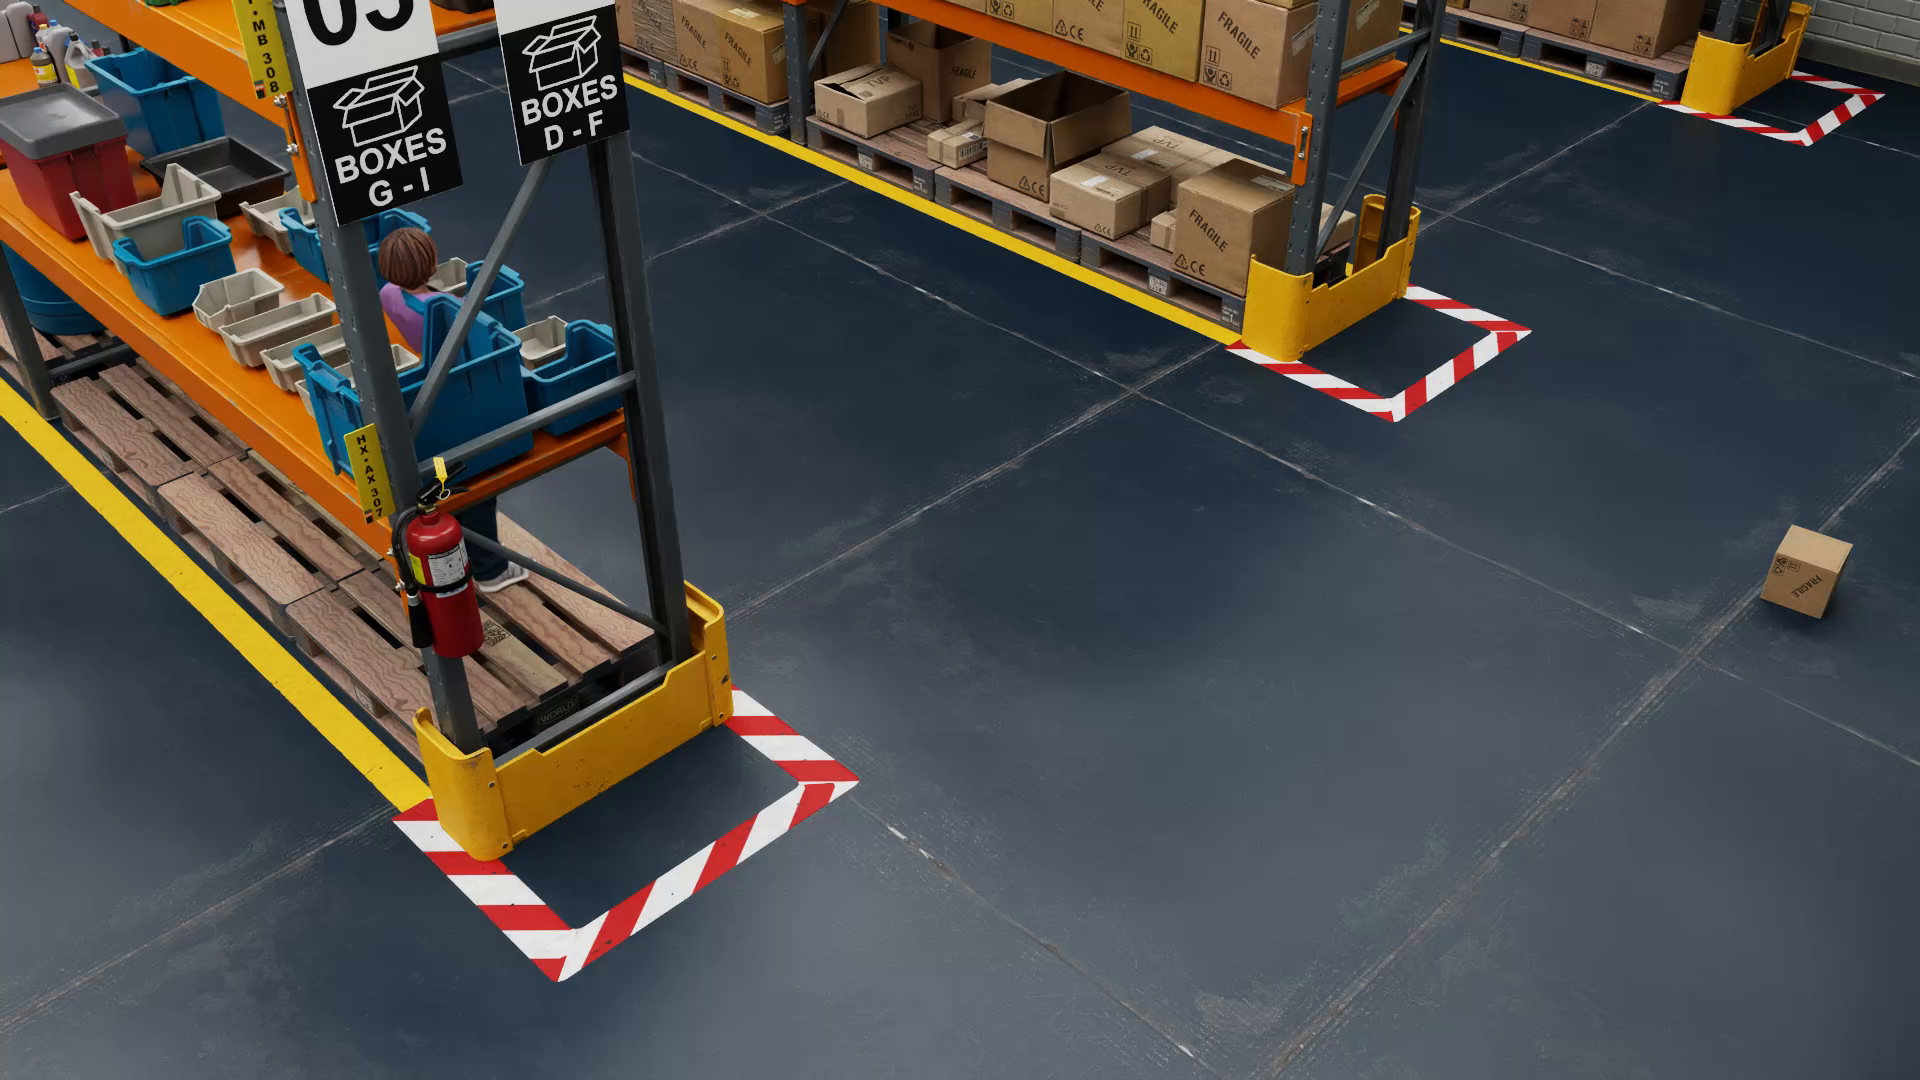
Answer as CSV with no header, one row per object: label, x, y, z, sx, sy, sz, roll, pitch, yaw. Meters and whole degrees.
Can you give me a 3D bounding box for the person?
person,-1.980,-0.508,6.502,0.407,1.588,0.346,27,44,32
